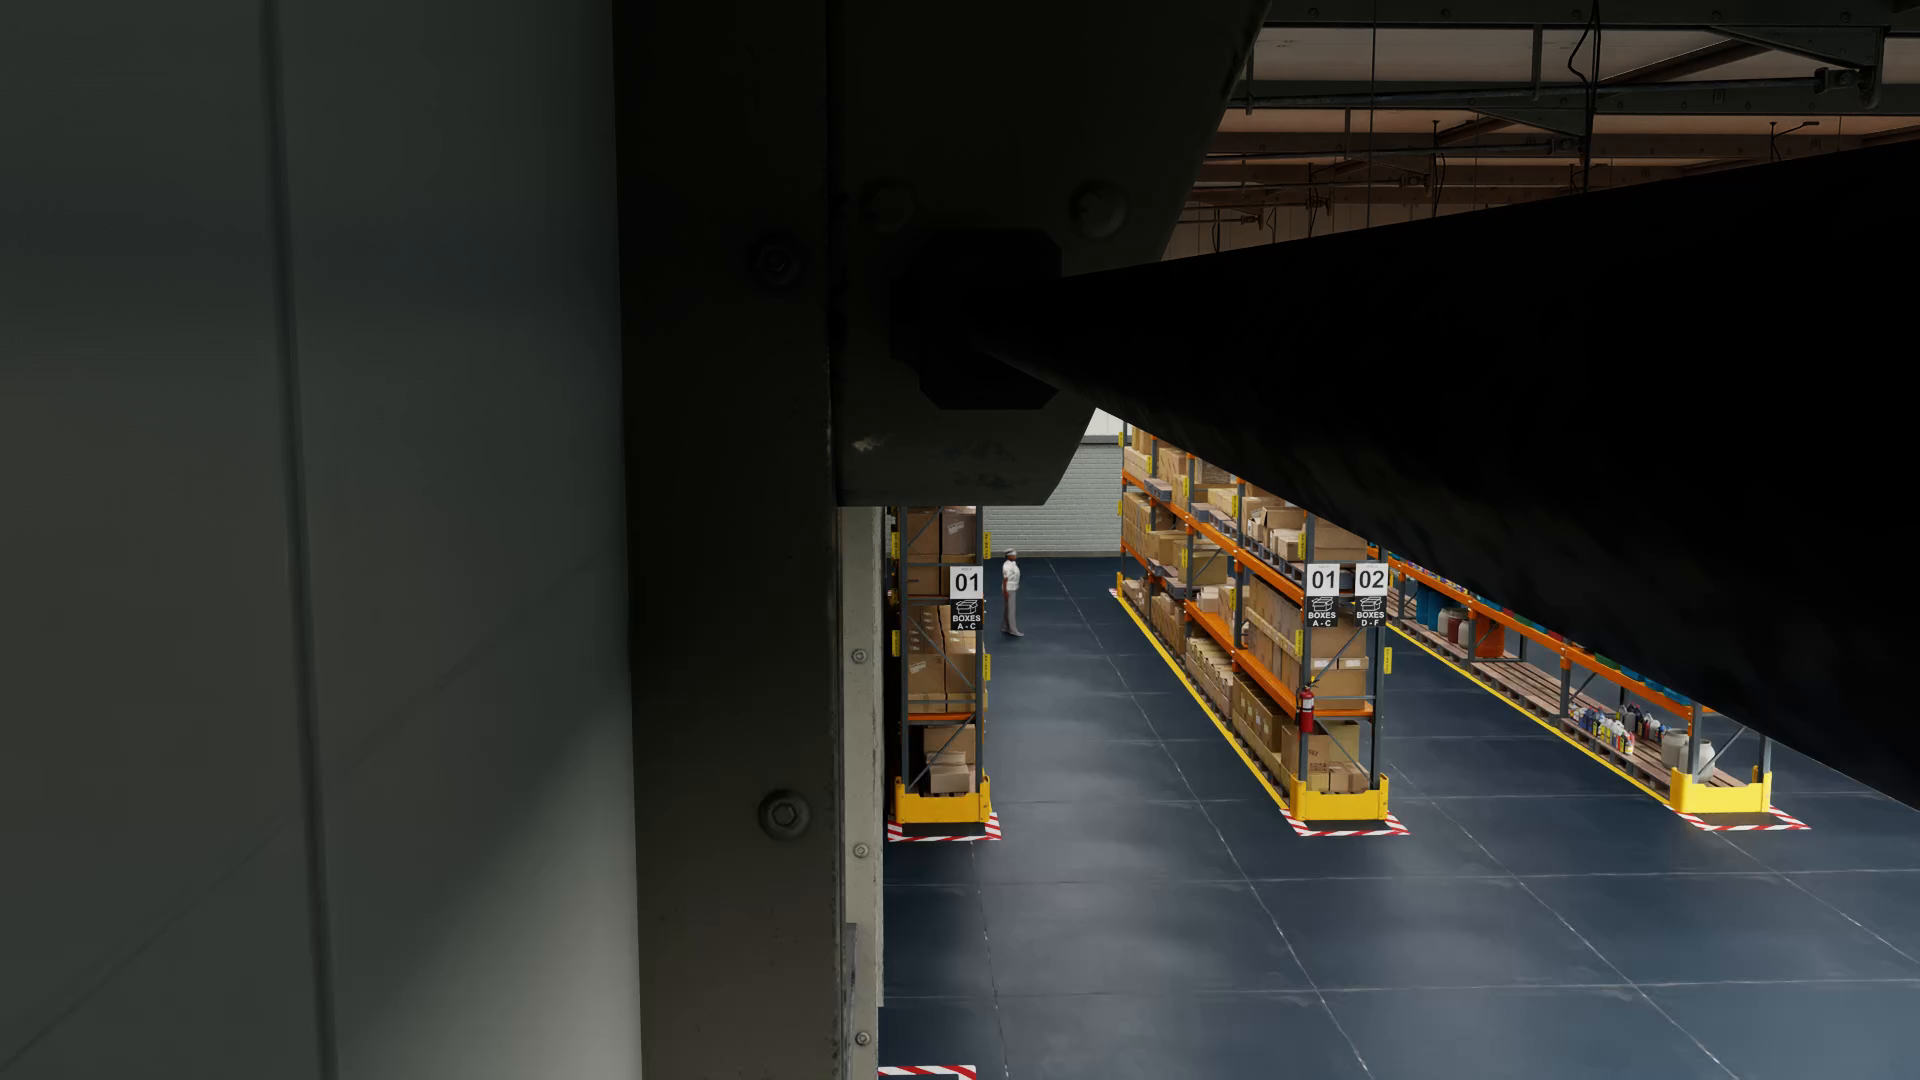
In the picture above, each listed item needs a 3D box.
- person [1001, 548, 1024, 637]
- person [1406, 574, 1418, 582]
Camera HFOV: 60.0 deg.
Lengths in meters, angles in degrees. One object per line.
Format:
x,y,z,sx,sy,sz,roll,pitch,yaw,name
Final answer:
1.039,0.991,32.187,0.533,1.703,0.488,3,9,21,person
10.443,0.076,38.264,0.550,1.719,1.115,-2,8,-12,person
